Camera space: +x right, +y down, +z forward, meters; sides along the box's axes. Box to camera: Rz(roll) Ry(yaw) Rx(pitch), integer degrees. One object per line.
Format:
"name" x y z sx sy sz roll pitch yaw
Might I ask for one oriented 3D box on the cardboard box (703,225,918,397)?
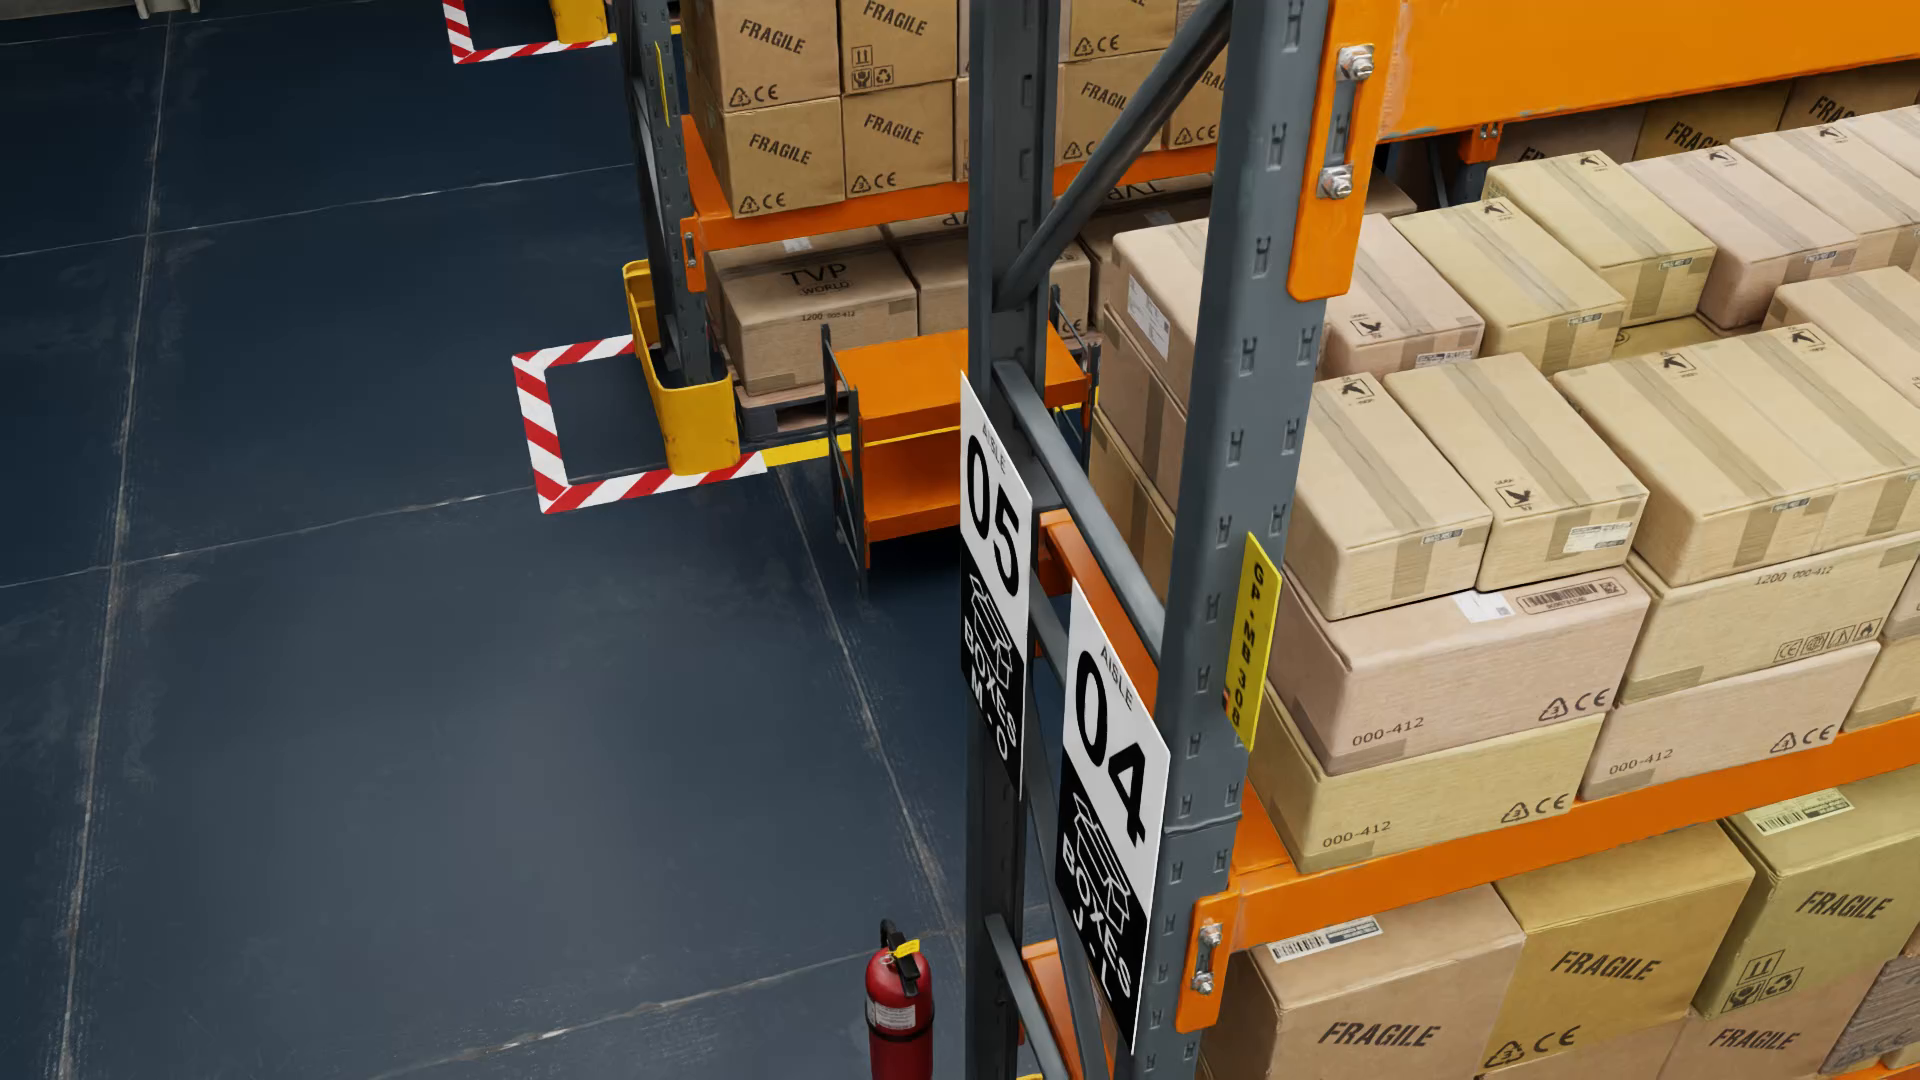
"cardboard box" -0.762 -1.216 8.339 0.875 0.438 0.875 -13 43 -15

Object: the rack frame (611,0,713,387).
"rack frame" -1.362 -1.829 7.413 0.127 3.000 1.000 -12 42 -13

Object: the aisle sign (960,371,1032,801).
"aisle sign" 0.062 0.104 3.224 0.004 0.787 0.394 -12 42 -13

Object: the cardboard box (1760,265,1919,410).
"cardboard box" 1.575 -0.287 2.800 0.250 0.149 0.380 -11 42 -12

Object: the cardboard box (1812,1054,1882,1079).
"cardboard box" 2.102 1.153 4.191 0.250 0.149 0.380 -10 42 -12

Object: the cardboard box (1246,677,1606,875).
"cardboard box" 0.727 0.256 2.861 0.500 0.250 0.500 -10 42 -12

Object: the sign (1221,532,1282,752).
"sign" 0.385 0.139 2.216 0.005 0.325 0.100 -12 42 -13

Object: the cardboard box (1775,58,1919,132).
"cardboard box" 4.733 -2.510 9.489 0.875 0.875 0.875 -11 42 -13

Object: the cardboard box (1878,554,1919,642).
"cardboard box" 1.702 -0.124 2.916 0.500 0.250 0.500 -11 42 -13

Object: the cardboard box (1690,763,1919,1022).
"cardboard box" 1.712 0.616 3.552 0.500 0.500 0.500 -13 43 -14

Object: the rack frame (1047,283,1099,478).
"rack frame" 0.478 -0.523 7.343 0.032 1.125 0.500 -12 42 -13

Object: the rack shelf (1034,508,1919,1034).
"rack shelf" 2.129 0.003 3.583 4.000 0.370 1.077 -12 42 -13

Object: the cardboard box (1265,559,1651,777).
"cardboard box" 0.728 0.070 2.694 0.500 0.250 0.500 -11 42 -12

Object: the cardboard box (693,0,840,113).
"cardboard box" -0.818 -2.160 6.956 0.500 0.500 0.500 -13 43 -14

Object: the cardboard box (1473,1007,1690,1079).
"cardboard box" 1.236 1.070 3.792 0.500 0.500 0.500 -12 42 -13

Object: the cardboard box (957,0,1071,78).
"cardboard box" 0.161 -2.373 7.199 0.500 0.500 0.500 -12 43 -13

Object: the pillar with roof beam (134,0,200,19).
"pillar with roof beam" -4.405 -4.534 5.949 0.400 9.000 9.100 -12 42 -13

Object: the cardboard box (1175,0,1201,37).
"cardboard box" 1.118 -2.566 7.420 0.500 0.500 0.500 -11 42 -12

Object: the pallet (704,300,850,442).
"pallet" -0.622 -0.986 8.568 1.213 0.211 1.003 -12 42 -13

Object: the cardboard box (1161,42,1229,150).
"cardboard box" 1.124 -2.192 7.752 0.500 0.500 0.500 -12 43 -14

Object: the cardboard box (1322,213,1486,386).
"cardboard box" 0.709 -0.405 2.935 0.250 0.149 0.380 -11 42 -12

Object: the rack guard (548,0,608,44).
"rack guard" -2.784 -4.017 11.818 0.348 0.500 1.175 -12 42 -13

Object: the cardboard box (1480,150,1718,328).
"cardboard box" 1.179 -0.563 3.115 0.250 0.149 0.380 -11 42 -12

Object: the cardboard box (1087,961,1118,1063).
"cardboard box" 0.448 1.110 4.240 0.250 0.149 0.380 -12 42 -13

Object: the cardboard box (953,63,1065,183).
"cardboard box" 0.147 -1.988 7.519 0.500 0.500 0.500 -12 43 -13

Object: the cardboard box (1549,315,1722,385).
"cardboard box" 1.072 -0.357 3.182 0.500 0.250 0.500 -13 43 -14

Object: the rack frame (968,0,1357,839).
"rack frame" 0.222 -1.002 1.907 0.127 3.000 1.000 -12 42 -13

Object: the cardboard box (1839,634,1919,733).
"cardboard box" 1.718 0.045 3.103 0.500 0.250 0.500 -13 43 -14

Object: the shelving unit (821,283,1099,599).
"shelving unit" -0.006 -0.422 7.228 1.048 1.125 0.538 -12 42 -13

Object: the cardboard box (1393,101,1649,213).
"cardboard box" 3.021 -2.150 9.077 0.875 0.875 0.875 -10 42 -12

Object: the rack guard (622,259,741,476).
"rack guard" -1.384 -0.883 8.230 0.348 0.500 1.175 -12 42 -13

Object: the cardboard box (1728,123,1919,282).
"cardboard box" 1.682 -0.638 3.201 0.250 0.149 0.380 -11 42 -12

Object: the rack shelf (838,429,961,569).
"rack shelf" -0.006 -0.238 7.389 1.000 0.278 0.538 -12 42 -13

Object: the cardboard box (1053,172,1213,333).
"cardboard box" 0.969 -1.579 8.755 0.875 0.438 0.875 -13 43 -14

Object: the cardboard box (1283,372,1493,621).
"cardboard box" 0.599 -0.075 2.557 0.250 0.149 0.380 -12 43 -13

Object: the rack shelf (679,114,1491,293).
"rack shelf" 0.546 -1.954 8.103 4.000 0.370 1.077 -12 42 -13

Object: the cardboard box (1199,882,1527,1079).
"cardboard box" 0.730 0.809 3.332 0.500 0.500 0.500 -12 43 -13

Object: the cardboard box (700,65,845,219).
"cardboard box" -0.817 -1.782 7.283 0.500 0.500 0.500 -12 43 -13

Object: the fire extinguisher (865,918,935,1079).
"fire extinguisher" -0.157 1.187 4.303 0.183 0.674 0.296 -12 42 -13

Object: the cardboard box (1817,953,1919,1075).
"cardboard box" 2.191 0.877 4.014 0.500 0.500 0.500 -13 43 -14

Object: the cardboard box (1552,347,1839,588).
"cardboard box" 1.128 -0.122 2.611 0.250 0.149 0.380 -12 43 -13
